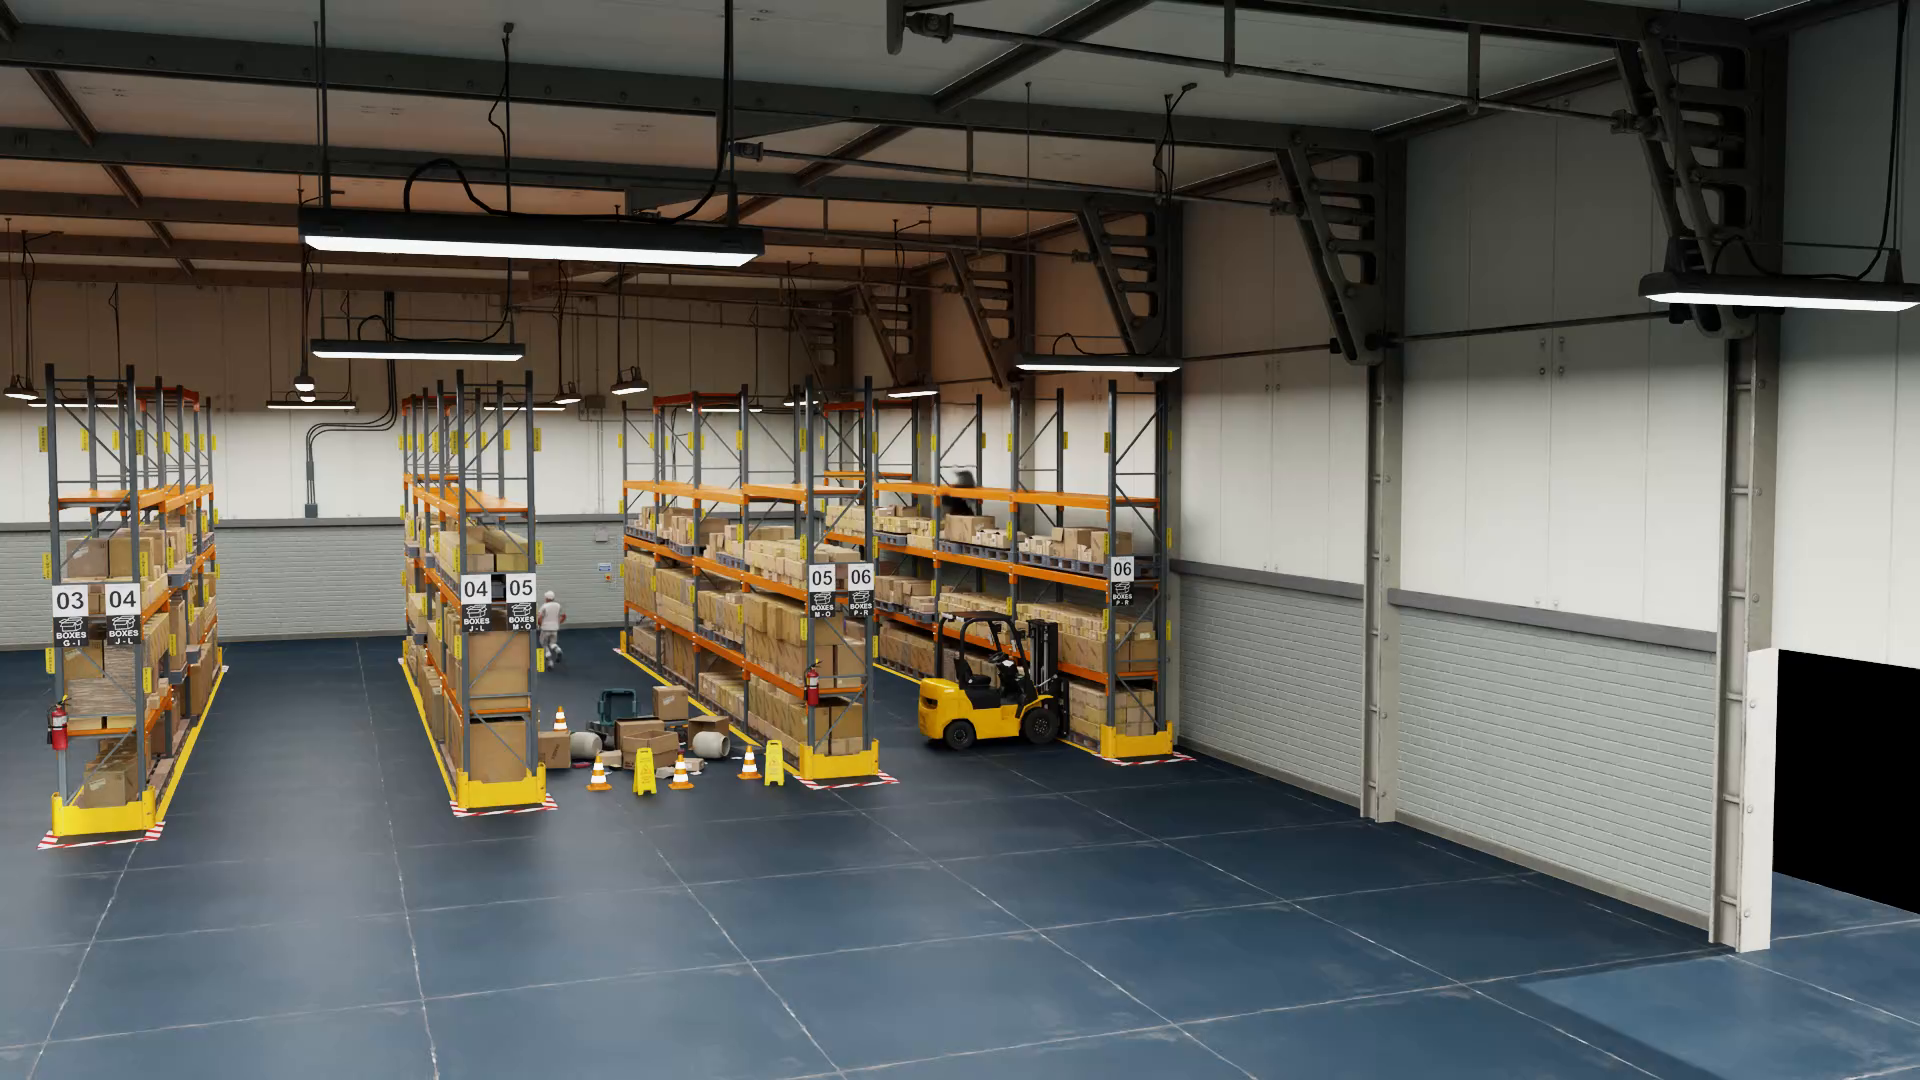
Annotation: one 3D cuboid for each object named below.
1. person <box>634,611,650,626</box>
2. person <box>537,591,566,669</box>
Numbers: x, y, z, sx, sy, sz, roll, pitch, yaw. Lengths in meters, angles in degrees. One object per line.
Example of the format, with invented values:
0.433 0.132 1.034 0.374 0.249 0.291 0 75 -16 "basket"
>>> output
-7.741 1.747 40.876 0.883 1.773 0.735 0 3 1 "person"
-9.041 1.998 36.767 0.670 1.752 0.611 -3 4 -40 "person"
